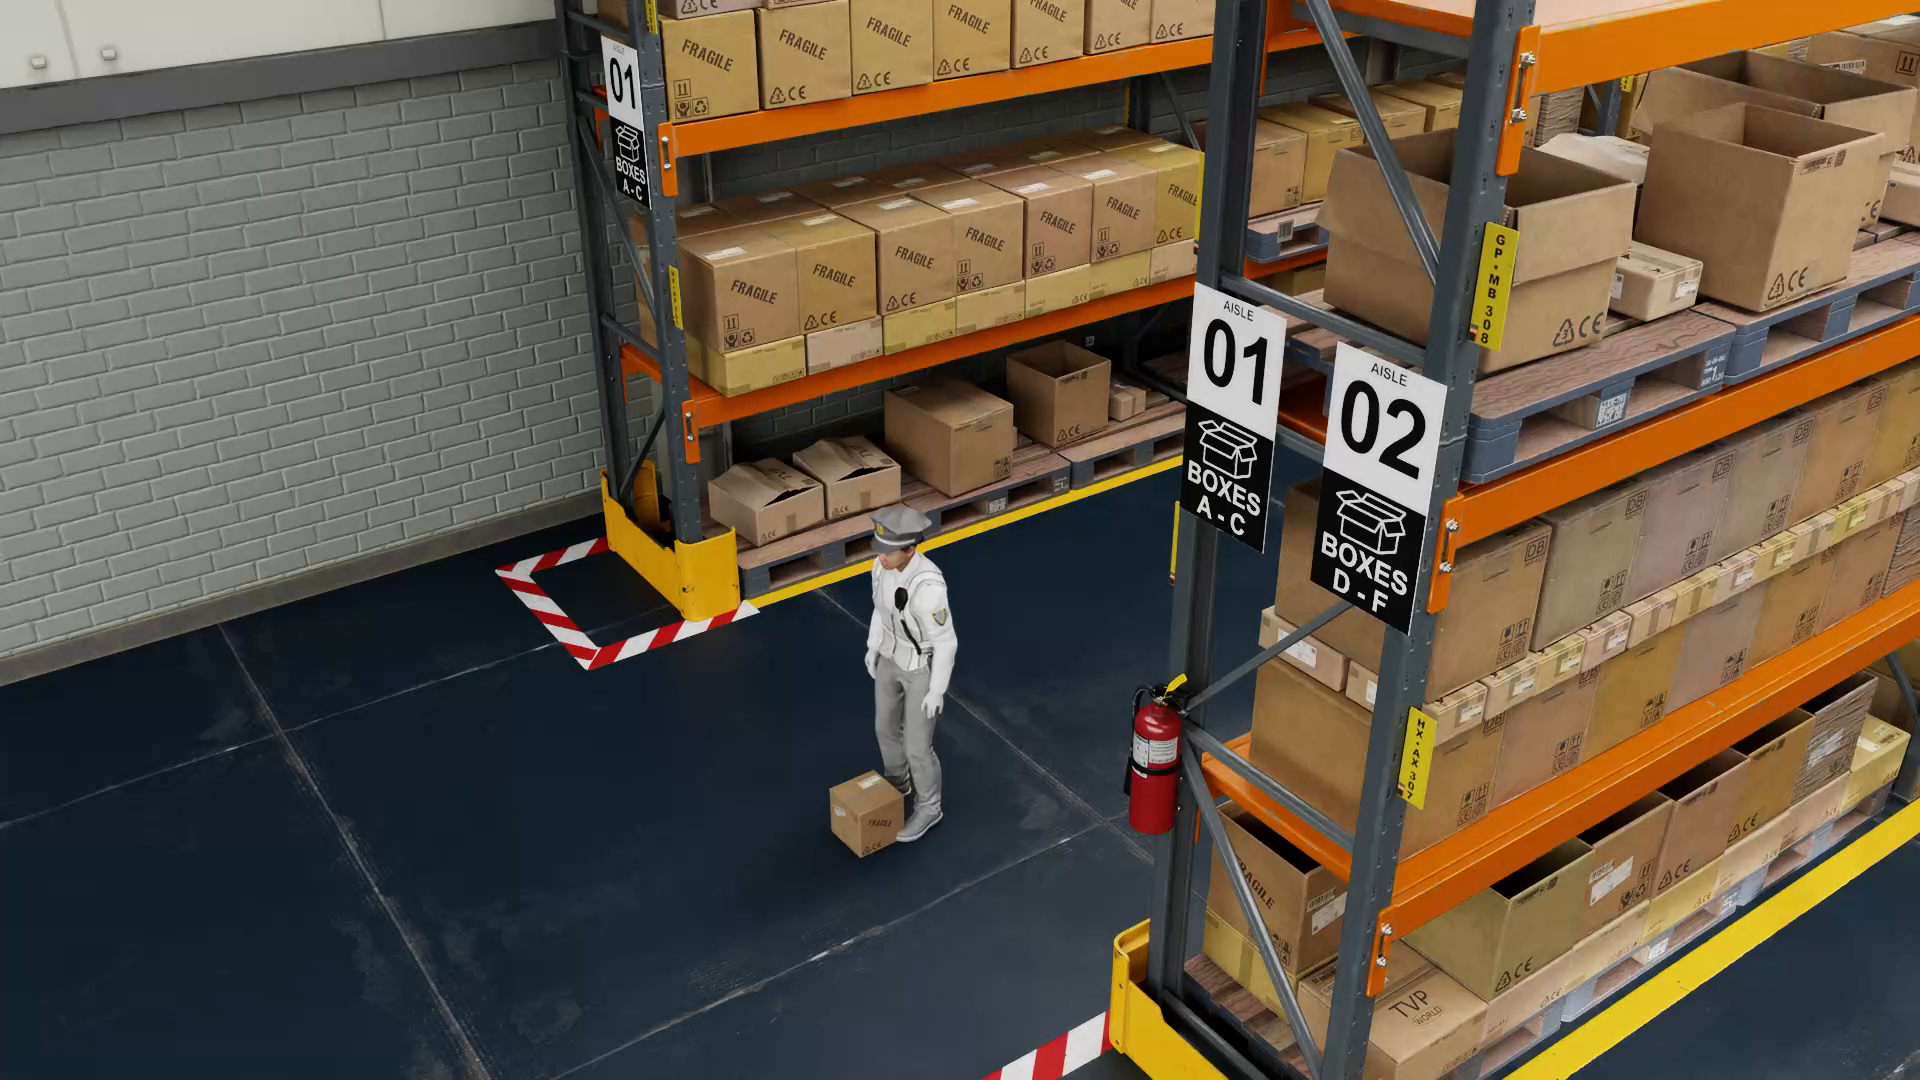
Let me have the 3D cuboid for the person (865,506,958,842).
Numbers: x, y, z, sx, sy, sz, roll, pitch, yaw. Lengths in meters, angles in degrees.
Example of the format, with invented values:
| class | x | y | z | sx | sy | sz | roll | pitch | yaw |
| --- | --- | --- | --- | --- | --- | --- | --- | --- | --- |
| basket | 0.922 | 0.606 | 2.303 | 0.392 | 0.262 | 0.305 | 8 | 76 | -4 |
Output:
| class | x | y | z | sx | sy | sz | roll | pitch | yaw |
| --- | --- | --- | --- | --- | --- | --- | --- | --- | --- |
| person | -0.236 | 0.589 | 7.548 | 0.376 | 1.662 | 0.543 | -21 | 35 | -33 |
